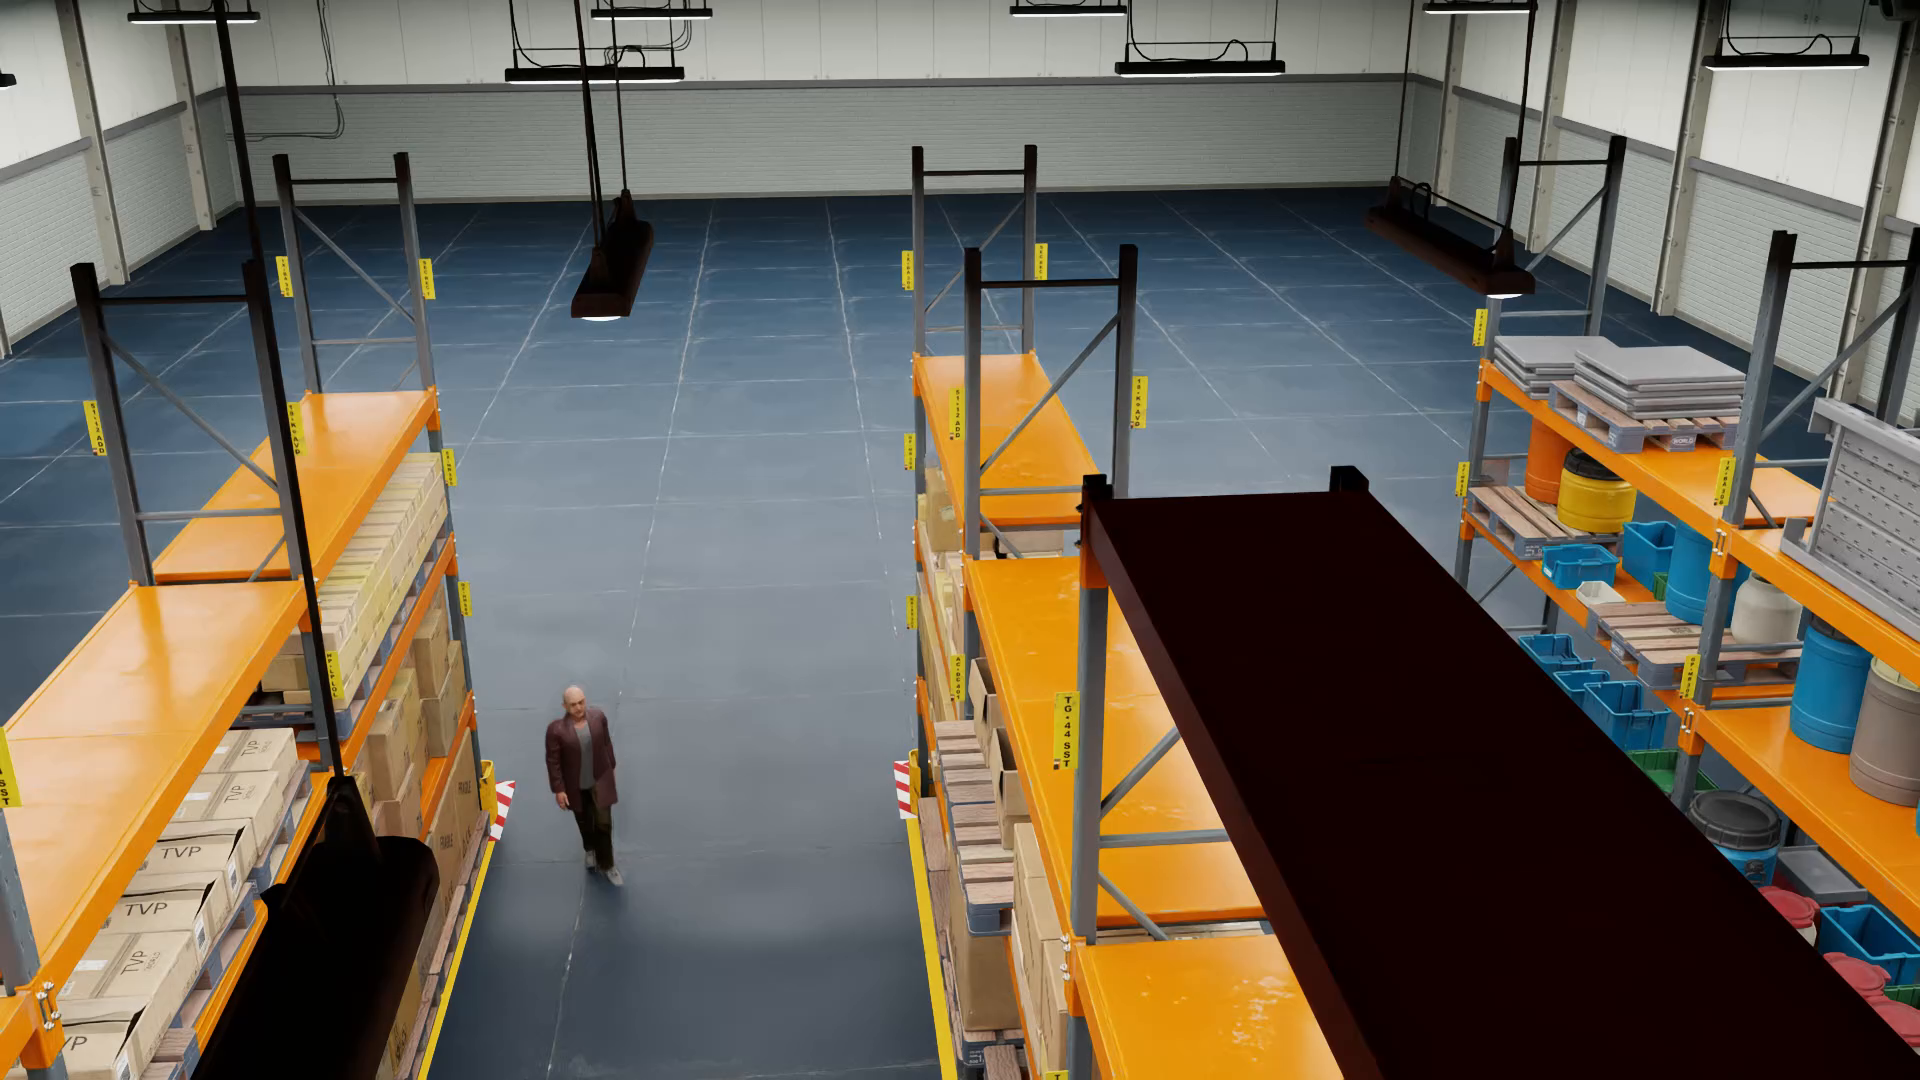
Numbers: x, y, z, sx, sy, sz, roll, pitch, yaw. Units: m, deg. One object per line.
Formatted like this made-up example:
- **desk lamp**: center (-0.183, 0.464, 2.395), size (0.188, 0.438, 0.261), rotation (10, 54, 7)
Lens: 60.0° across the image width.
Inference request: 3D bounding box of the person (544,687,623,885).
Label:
- **person**: center (-3.200, 2.054, 14.123), size (0.568, 1.831, 0.607), rotation (-4, 22, -11)
